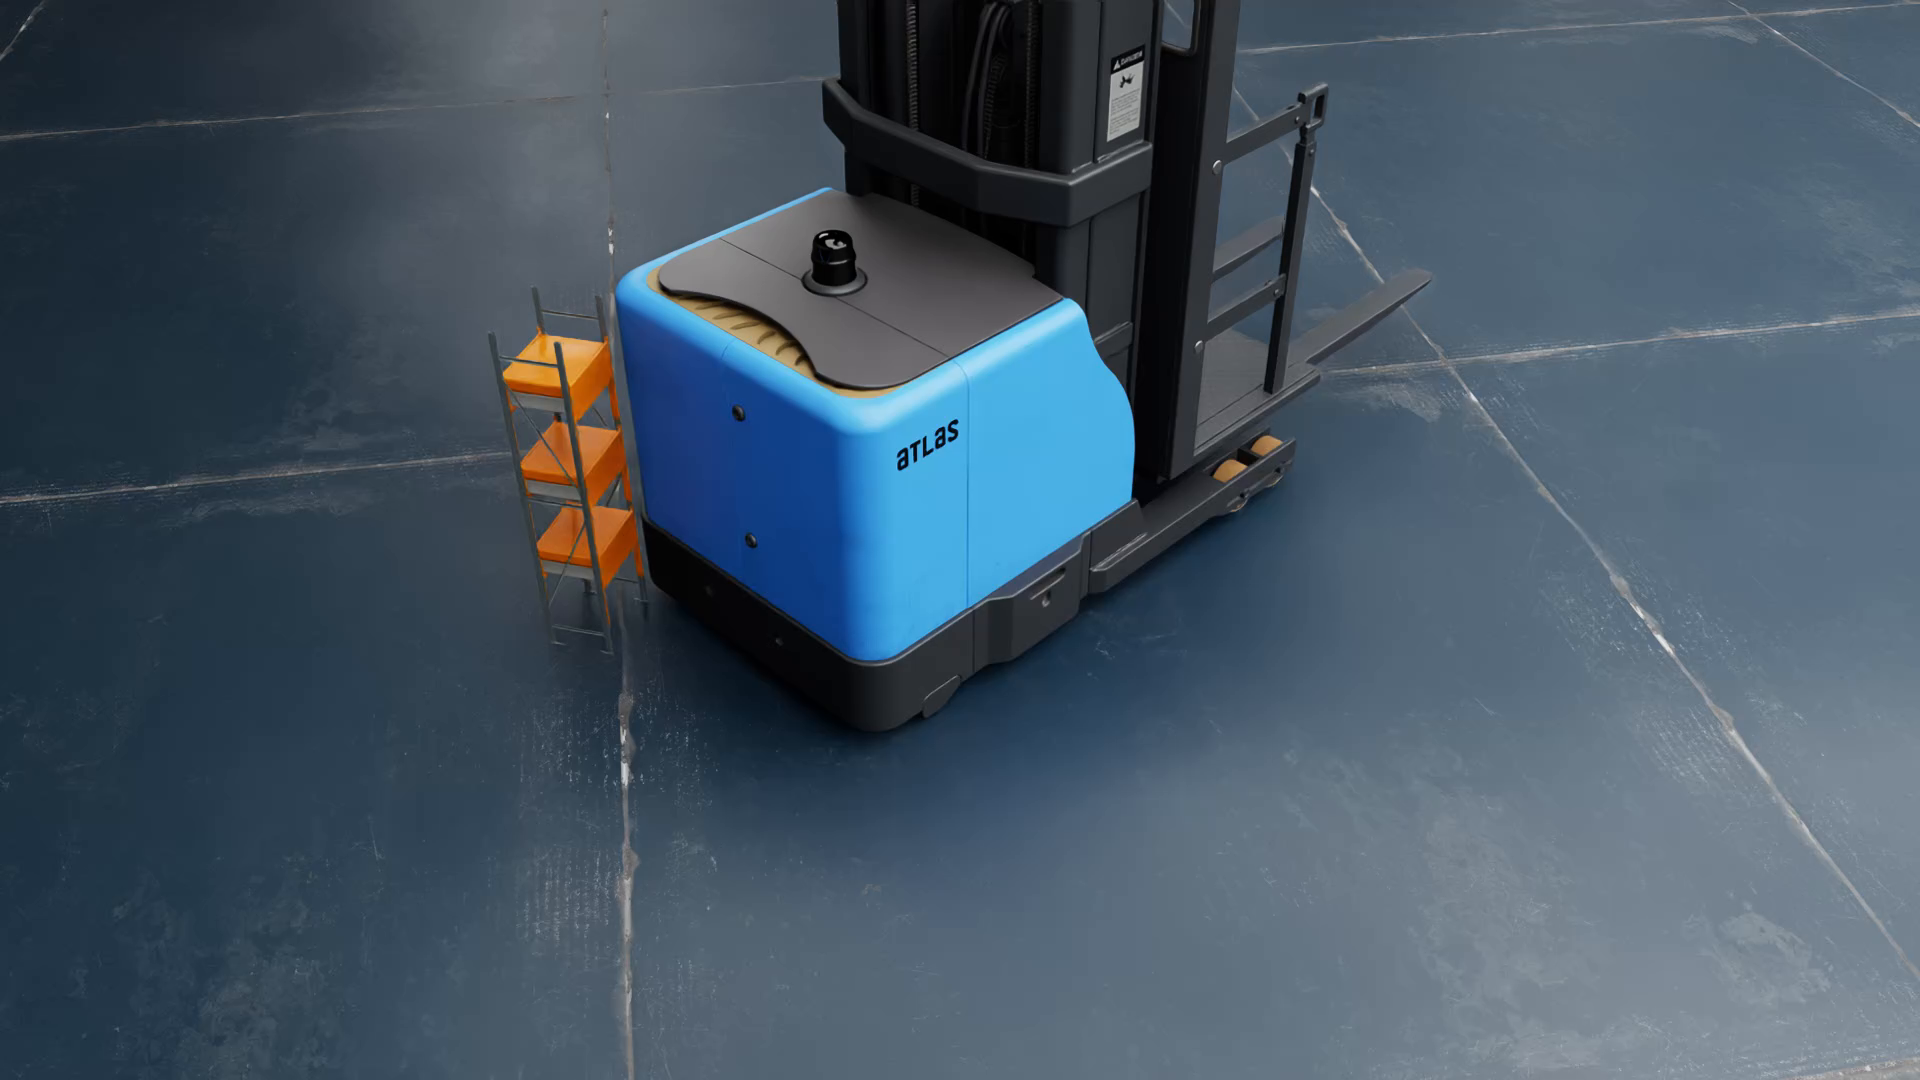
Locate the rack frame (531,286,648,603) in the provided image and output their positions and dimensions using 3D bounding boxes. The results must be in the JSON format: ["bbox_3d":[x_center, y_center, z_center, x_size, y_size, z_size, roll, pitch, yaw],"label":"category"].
[{"bbox_3d":[-1.037,-0.242,4.705,0.200,1.050,0.008,9,39,12],"label":"rack frame"}]

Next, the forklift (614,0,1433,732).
[{"bbox_3d":[0.455,-1.447,4.723,1.130,2.935,3.031,31,47,34],"label":"forklift"}]

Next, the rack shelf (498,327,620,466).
[{"bbox_3d":[-1.069,-0.385,4.444,0.215,0.259,0.240,9,39,12],"label":"rack shelf"}]

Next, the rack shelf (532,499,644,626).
[{"bbox_3d":[-1.069,0.058,4.789,0.215,0.259,0.240,9,39,12],"label":"rack shelf"}]

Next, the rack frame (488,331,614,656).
[{"bbox_3d":[-1.100,-0.097,4.519,0.200,1.050,0.008,9,39,12],"label":"rack frame"}]

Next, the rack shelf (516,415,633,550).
[{"bbox_3d":[-1.069,-0.161,4.618,0.215,0.259,0.240,9,39,12],"label":"rack shelf"}]

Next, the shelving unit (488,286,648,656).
[{"bbox_3d":[-1.069,-0.169,4.612,0.215,1.050,0.252,9,39,12],"label":"shelving unit"}]
